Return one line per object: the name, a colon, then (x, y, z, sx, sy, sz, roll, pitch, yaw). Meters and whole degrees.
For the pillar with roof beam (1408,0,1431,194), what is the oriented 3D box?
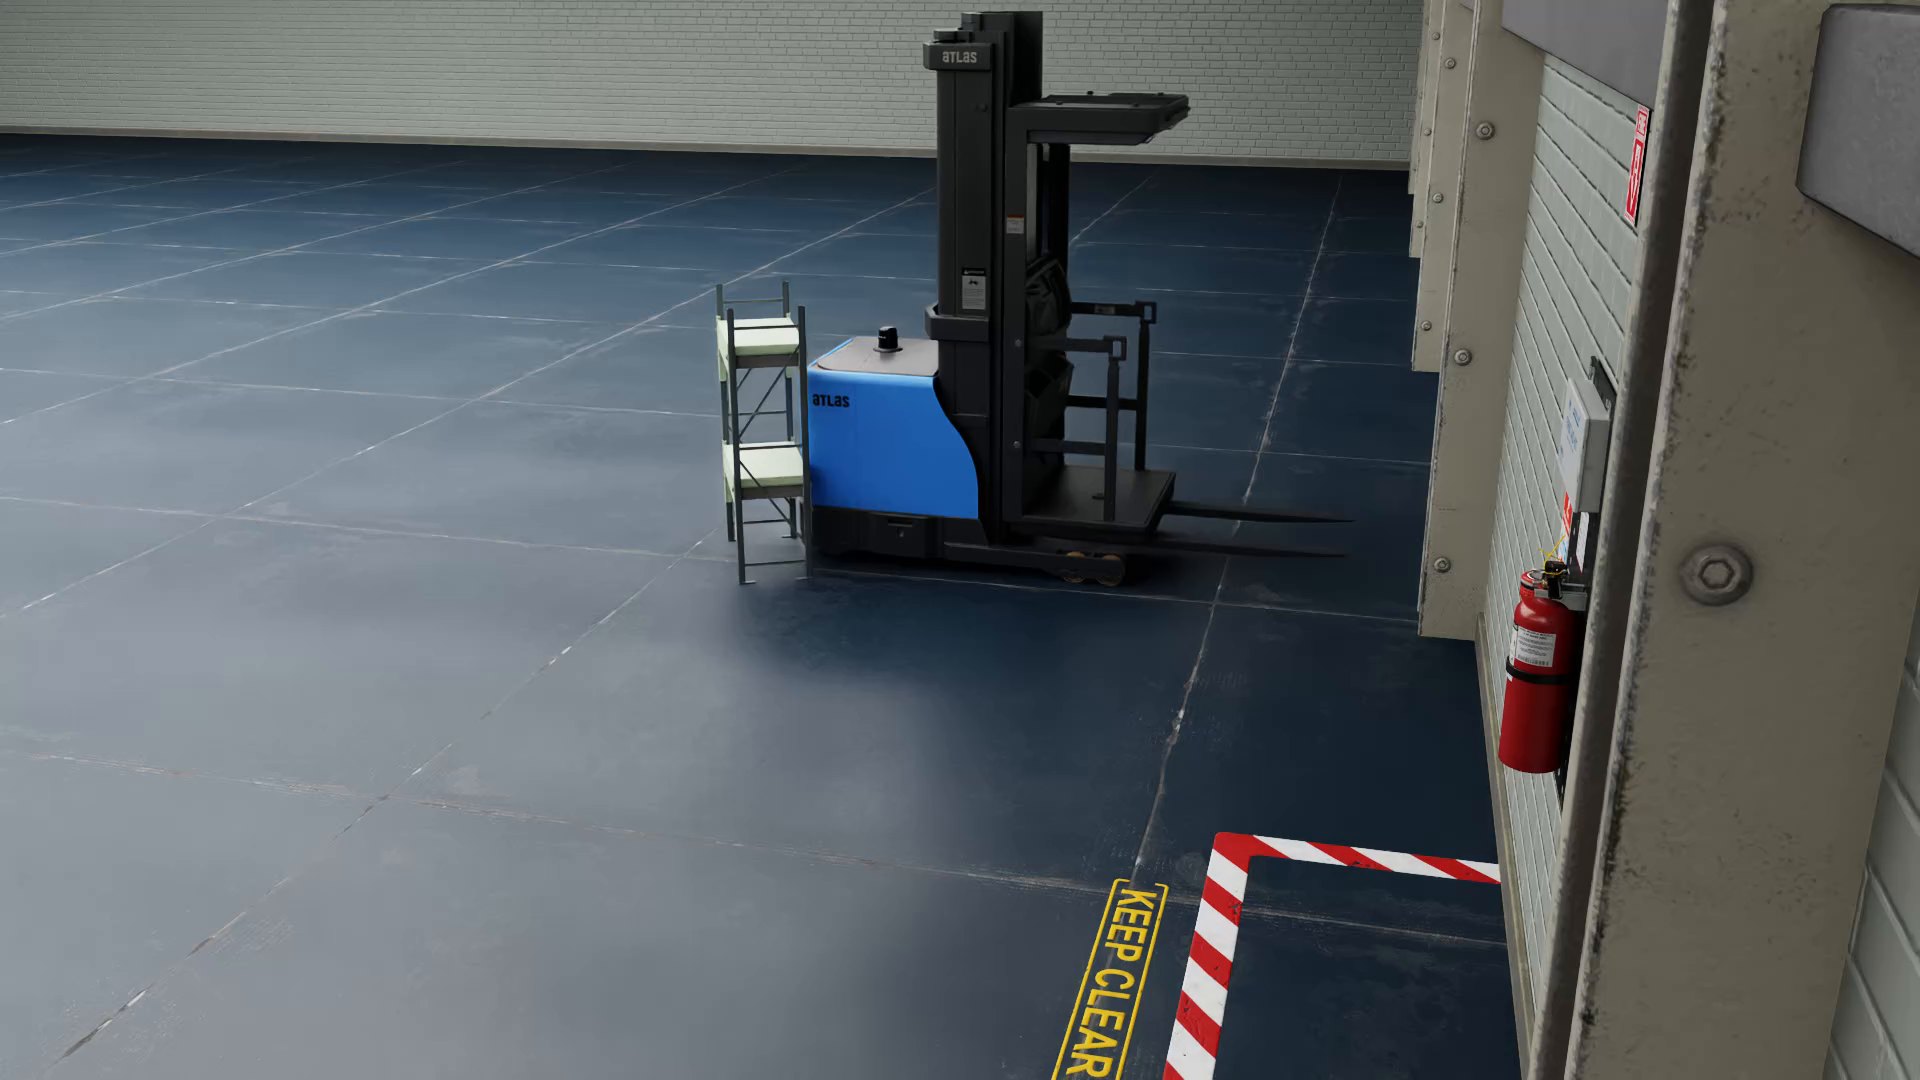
pillar with roof beam: (2.706, -9.814, 24.497, 9.100, 9.000, 0.400, 5, 19, 13)

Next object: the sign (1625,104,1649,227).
sign: (1.756, -0.976, 4.317, 0.001, 0.298, 0.199, 5, 19, 13)

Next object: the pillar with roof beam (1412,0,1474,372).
pillar with roof beam: (-0.226, -6.053, 13.486, 9.100, 9.000, 0.400, 5, 19, 13)

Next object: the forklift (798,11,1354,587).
forklift: (0.671, -1.327, 9.039, 3.031, 2.935, 1.130, 5, 20, 14)

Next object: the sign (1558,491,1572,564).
sign: (1.893, -0.066, 5.185, 0.001, 0.329, 0.234, 5, 19, 13)

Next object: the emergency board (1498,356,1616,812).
emergency board: (1.658, 0.116, 4.707, 0.194, 1.169, 0.643, 5, 19, 13)

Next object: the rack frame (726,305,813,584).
rack frame: (-0.999, -0.487, 8.792, 0.400, 1.500, 0.023, -4, 19, -12)

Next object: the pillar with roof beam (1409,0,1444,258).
pillar with roof beam: (1.240, -7.933, 18.992, 9.100, 9.000, 0.400, 5, 19, 13)

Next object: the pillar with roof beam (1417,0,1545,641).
pillar with roof beam: (-1.692, -4.172, 7.980, 9.100, 9.000, 0.400, 5, 19, 13)

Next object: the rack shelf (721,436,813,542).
rack shelf: (-1.077, -0.294, 9.236, 0.431, 0.370, 0.720, -4, 19, -12)

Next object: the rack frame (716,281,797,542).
rack frame: (-1.154, -0.718, 9.469, 0.400, 1.500, 0.023, -4, 19, -12)

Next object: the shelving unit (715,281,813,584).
shelving unit: (-1.077, -0.602, 9.131, 0.431, 1.500, 0.755, -4, 19, -12)

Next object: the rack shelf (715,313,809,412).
rack shelf: (-1.077, -0.972, 9.004, 0.431, 0.370, 0.720, -4, 19, -12)
